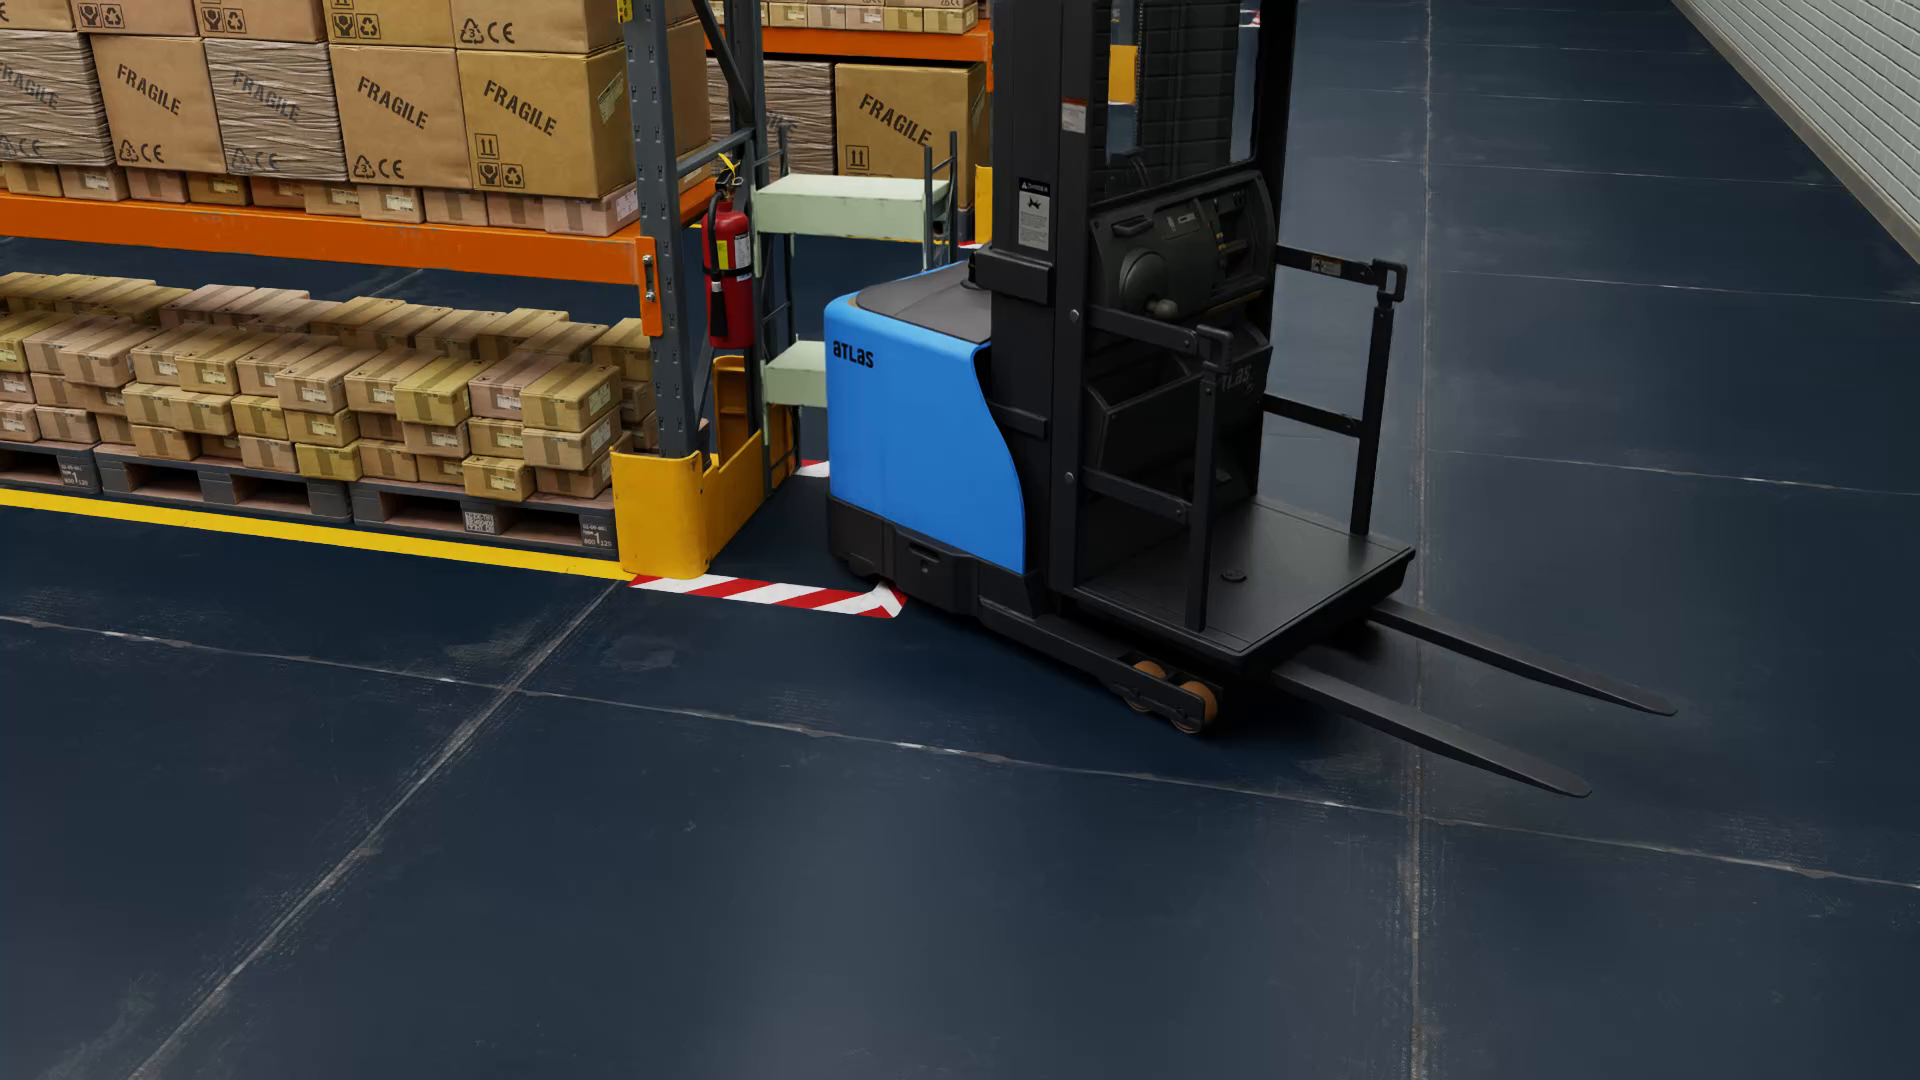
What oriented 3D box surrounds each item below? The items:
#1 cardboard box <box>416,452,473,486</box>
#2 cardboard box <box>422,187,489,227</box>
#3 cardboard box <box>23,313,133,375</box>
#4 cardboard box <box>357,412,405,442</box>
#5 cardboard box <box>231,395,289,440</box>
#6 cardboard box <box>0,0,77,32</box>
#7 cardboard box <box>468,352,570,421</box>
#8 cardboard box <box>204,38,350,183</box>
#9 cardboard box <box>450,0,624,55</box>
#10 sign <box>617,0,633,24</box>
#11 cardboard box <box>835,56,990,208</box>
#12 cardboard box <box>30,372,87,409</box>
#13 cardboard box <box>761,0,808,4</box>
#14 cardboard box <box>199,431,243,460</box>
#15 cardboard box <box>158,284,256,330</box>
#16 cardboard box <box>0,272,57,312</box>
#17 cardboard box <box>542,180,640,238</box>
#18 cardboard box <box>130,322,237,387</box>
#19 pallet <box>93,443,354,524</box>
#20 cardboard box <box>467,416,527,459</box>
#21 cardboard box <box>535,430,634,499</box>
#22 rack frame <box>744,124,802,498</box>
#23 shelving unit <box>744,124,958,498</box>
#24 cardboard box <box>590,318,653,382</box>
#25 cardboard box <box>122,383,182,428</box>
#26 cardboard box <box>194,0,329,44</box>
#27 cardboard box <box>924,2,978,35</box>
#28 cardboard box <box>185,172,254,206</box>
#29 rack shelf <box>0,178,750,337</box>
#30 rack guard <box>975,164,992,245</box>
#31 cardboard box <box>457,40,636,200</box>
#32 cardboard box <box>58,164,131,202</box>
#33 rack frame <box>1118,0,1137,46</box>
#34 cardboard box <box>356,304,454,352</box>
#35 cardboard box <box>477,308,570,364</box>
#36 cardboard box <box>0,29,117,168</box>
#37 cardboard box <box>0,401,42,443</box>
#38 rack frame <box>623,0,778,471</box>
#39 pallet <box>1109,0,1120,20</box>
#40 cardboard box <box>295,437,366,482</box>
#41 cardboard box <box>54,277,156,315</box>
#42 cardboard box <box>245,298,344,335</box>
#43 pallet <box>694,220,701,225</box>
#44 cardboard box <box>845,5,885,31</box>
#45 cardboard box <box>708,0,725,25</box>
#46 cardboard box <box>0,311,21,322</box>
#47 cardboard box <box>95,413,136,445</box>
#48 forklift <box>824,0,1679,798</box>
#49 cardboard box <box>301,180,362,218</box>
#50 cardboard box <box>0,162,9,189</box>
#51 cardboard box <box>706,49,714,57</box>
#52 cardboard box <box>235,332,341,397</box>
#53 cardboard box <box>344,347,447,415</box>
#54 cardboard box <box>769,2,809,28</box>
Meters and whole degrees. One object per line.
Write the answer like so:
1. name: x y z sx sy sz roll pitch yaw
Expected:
1. cardboard box: -2.032 -0.369 6.864 0.250 0.149 0.380 6 26 13
2. cardboard box: -1.826 -1.314 6.314 0.250 0.149 0.380 6 26 12
3. cardboard box: -3.786 -0.845 7.171 0.250 0.149 0.380 6 26 12
4. cardboard box: -2.282 -0.549 6.895 0.250 0.149 0.380 6 26 12
5. cardboard box: -2.796 -0.562 6.924 0.250 0.149 0.380 8 27 16
6. cardboard box: -3.473 -2.241 6.342 0.500 0.500 0.500 7 26 14
7. cardboard box: -1.767 -0.621 6.700 0.250 0.149 0.380 7 26 14
8. cardboard box: -2.452 -1.676 6.318 0.500 0.500 0.500 6 26 13
9. cardboard box: -1.467 -2.024 5.887 0.500 0.500 0.500 6 26 12
10. sign: -1.119 -1.884 5.504 0.005 0.325 0.100 6 26 13
11. cardboard box: -0.268 -2.767 11.056 0.875 0.875 0.875 6 26 13
12. cardboard box: -3.791 -0.710 7.233 0.250 0.149 0.380 5 26 10
13. cardboard box: -1.148 -3.619 10.690 0.500 0.250 0.500 5 26 11
14. cardboard box: -3.023 -0.487 7.112 0.250 0.149 0.380 7 26 14
15. cardboard box: -3.409 -1.032 7.564 0.250 0.149 0.380 5 26 10
16. cardboard box: -4.426 -1.117 7.743 0.250 0.149 0.380 7 26 14
17. cardboard box: -1.348 -1.252 6.182 0.250 0.149 0.380 6 26 13
18. cardboard box: -3.276 -0.789 7.053 0.250 0.149 0.380 5 26 11
19. pallet: -2.991 -0.430 7.408 1.213 0.211 1.003 6 26 13
20. cardboard box: -1.784 -0.473 6.735 0.250 0.149 0.380 6 26 12
21. cardboard box: -1.524 -0.320 6.760 0.250 0.149 0.380 7 26 14
22. rack frame: -0.775 -0.946 6.968 0.023 1.500 0.400 6 24 14
23. shelving unit: -0.422 -0.911 6.878 0.755 1.500 0.431 6 24 14
24. cardboard box: -1.385 -0.816 7.111 0.250 0.149 0.380 5 26 11
25. cardboard box: -3.302 -0.617 7.039 0.250 0.149 0.380 6 26 13
26. cardboard box: -2.464 -2.130 6.110 0.500 0.500 0.500 8 27 16
27. cardboard box: -0.056 -3.289 10.462 0.250 0.149 0.380 7 26 14
28. cardboard box: -2.835 -1.448 6.594 0.250 0.149 0.380 7 26 14
29. rack shelf: -2.899 -1.337 6.906 4.000 0.370 1.077 6 26 13
30. rack guard: 0.395 -2.371 11.148 0.348 0.500 1.175 6 26 13
31. cardboard box: -1.461 -1.568 6.092 0.500 0.500 0.500 7 26 14
32. cardboard box: -3.355 -1.475 6.652 0.250 0.149 0.380 7 26 15
33. rack frame: 1.605 -5.564 14.947 0.127 3.000 1.000 6 26 13
34. cardboard box: -2.421 -0.902 7.291 0.250 0.149 0.380 7 26 15
35. cardboard box: -1.894 -0.876 7.237 0.250 0.149 0.380 6 26 13
36. cardboard box: -3.459 -1.779 6.534 0.500 0.500 0.500 6 26 12
37. cardboard box: -4.052 -0.572 7.290 0.250 0.149 0.380 6 26 13
38. rack frame: -0.962 -1.448 6.302 0.127 3.000 1.000 6 26 13
39. pallet: 1.996 -6.460 20.073 1.213 0.211 1.003 6 26 13
40. cardboard box: -2.537 -0.391 6.911 0.250 0.149 0.380 5 26 11
41. cardboard box: -3.926 -1.083 7.671 0.250 0.149 0.380 6 26 13
42. cardboard box: -2.931 -0.936 7.363 0.250 0.149 0.380 6 26 13
43. pallet: -1.600 -2.427 11.603 1.213 0.211 1.003 6 26 13
44. cardboard box: -0.552 -3.344 10.577 0.250 0.149 0.380 6 26 13
45. cardboard box: -1.536 -3.453 10.806 0.250 0.149 0.380 7 26 14
46. cardboard box: -4.302 -0.870 7.223 0.250 0.149 0.380 8 27 16
47. cardboard box: -3.524 -0.552 7.247 0.250 0.149 0.380 5 26 11
48. forklift: 0.897 -0.917 5.342 3.031 2.867 1.129 22 33 38
49. cardboard box: -2.327 -1.373 6.436 0.250 0.149 0.380 5 26 11
50. cardboard box: -3.841 -1.561 6.832 0.250 0.149 0.380 5 26 11
51. cardboard box: -2.012 -2.960 11.461 0.875 0.875 0.875 6 26 13
52. cardboard box: -2.786 -0.730 6.929 0.250 0.149 0.380 5 26 11
53. cardboard box: -2.284 -0.650 6.761 0.250 0.149 0.380 5 26 11
54. cardboard box: -1.045 -3.398 10.691 0.250 0.149 0.380 6 26 12
